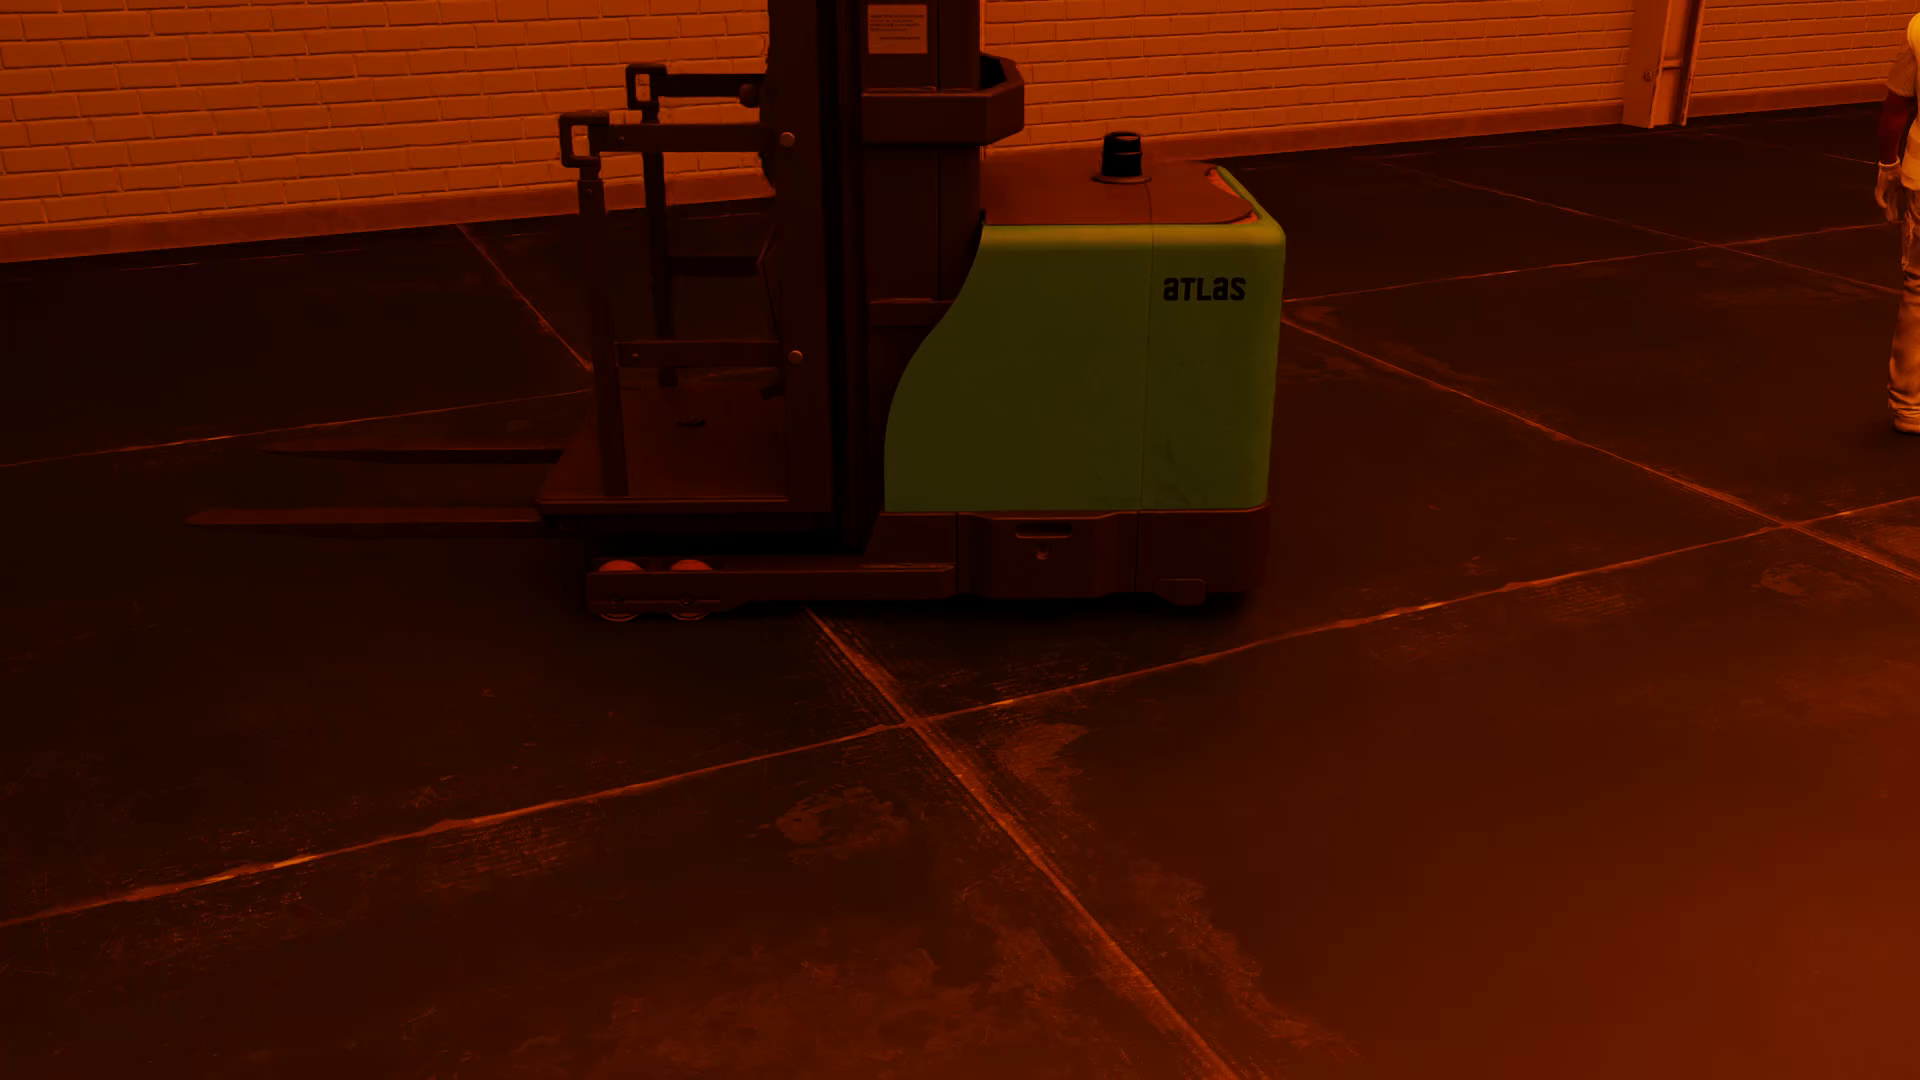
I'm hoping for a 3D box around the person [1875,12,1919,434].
[{"bbox_3d":[3.530,-1.239,5.745,0.577,1.782,0.656,-17,28,-35],"label":"person"}]

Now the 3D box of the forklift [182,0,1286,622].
[{"bbox_3d":[-0.666,-1.334,4.497,3.031,2.935,1.130,0,23,-1],"label":"forklift"}]
